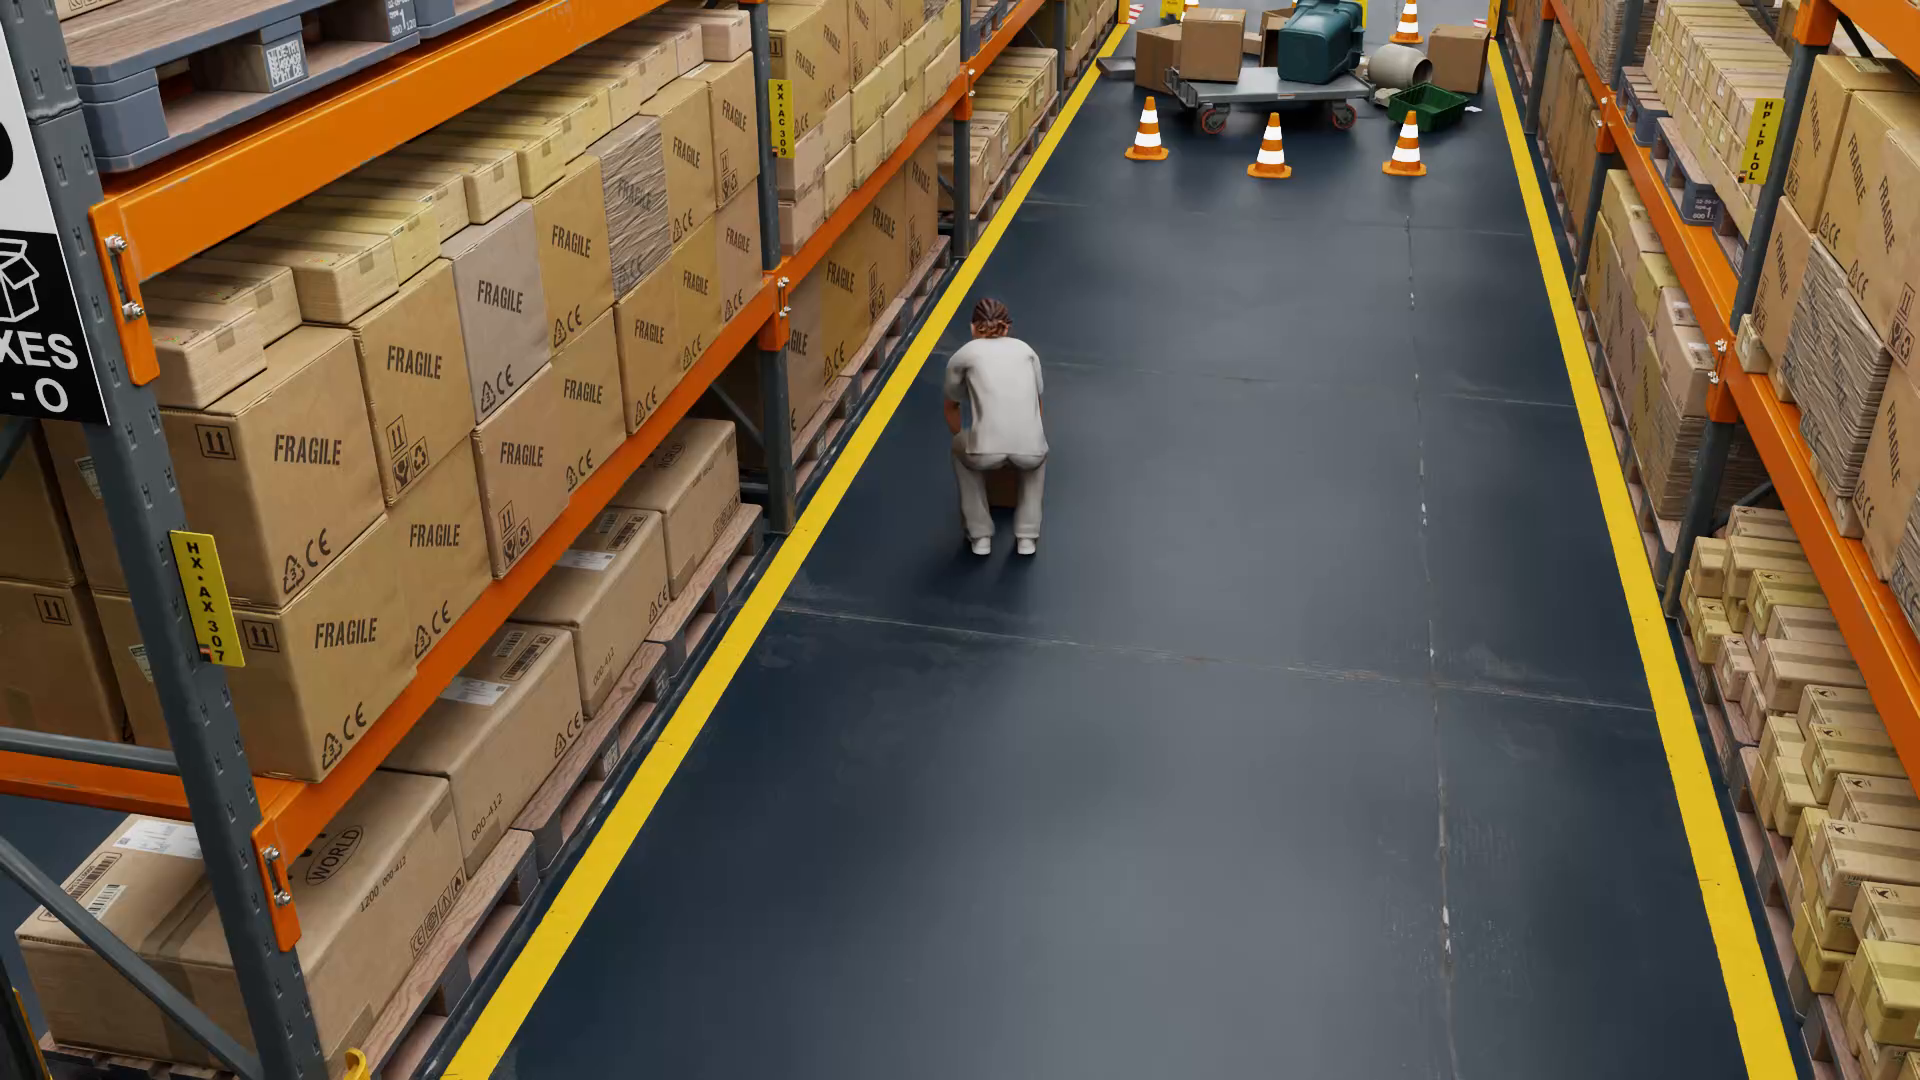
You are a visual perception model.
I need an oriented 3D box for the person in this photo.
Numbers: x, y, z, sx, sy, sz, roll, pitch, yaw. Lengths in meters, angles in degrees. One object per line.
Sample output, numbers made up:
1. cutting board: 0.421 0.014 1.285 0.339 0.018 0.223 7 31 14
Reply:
1. person: 0.166 -0.505 7.665 0.492 1.075 0.764 -1 29 -1
